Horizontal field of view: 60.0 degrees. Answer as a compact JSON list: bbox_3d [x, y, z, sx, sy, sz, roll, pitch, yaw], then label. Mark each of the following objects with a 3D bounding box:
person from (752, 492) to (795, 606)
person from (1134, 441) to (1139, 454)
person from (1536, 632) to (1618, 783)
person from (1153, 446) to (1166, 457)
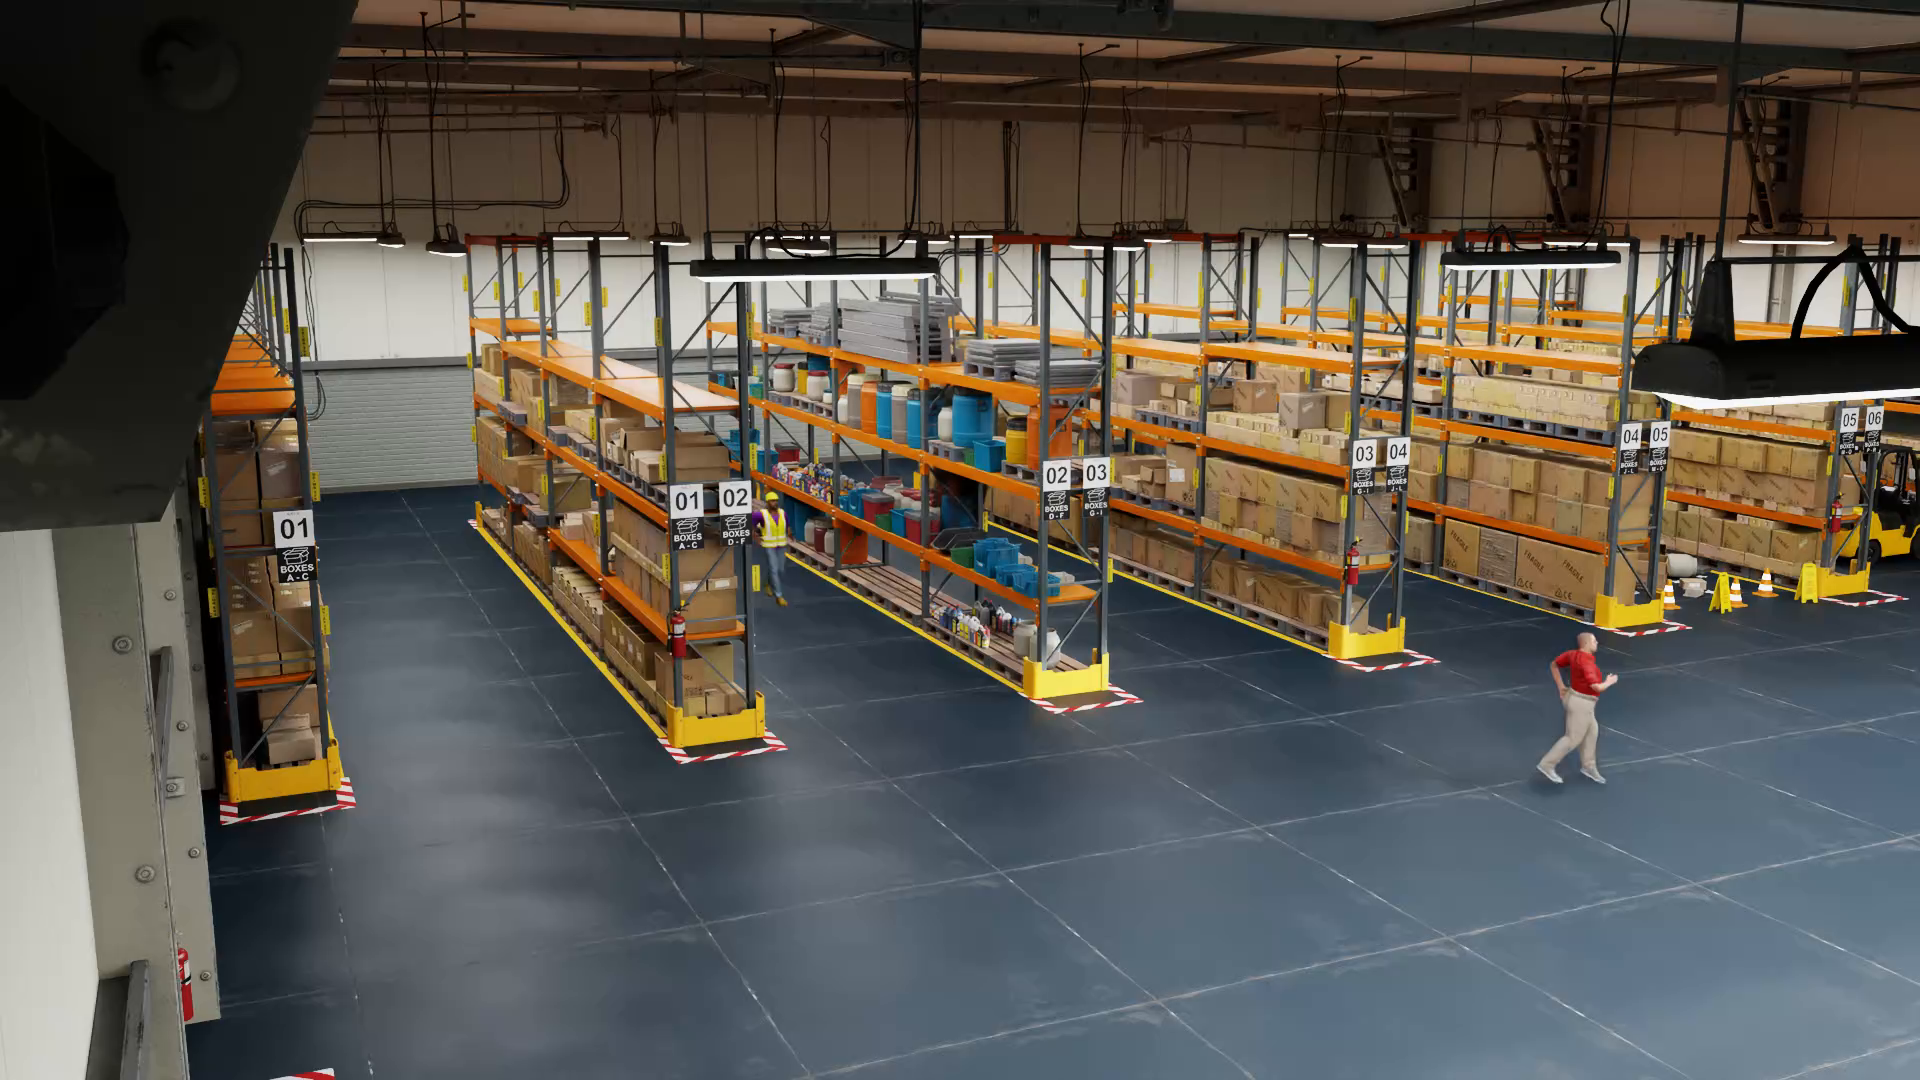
[{"bbox_3d":[-2.967,0.120,26.438,0.700,1.780,0.801,-8,13,-34],"label":"person"},{"bbox_3d":[4.405,-2.589,42.240,0.514,1.595,0.882,10,15,42],"label":"person"},{"bbox_3d":[6.949,1.911,18.726,0.848,1.792,0.664,1,11,3],"label":"person"},{"bbox_3d":[4.995,-2.495,41.606,0.847,1.717,0.614,9,14,39],"label":"person"}]
